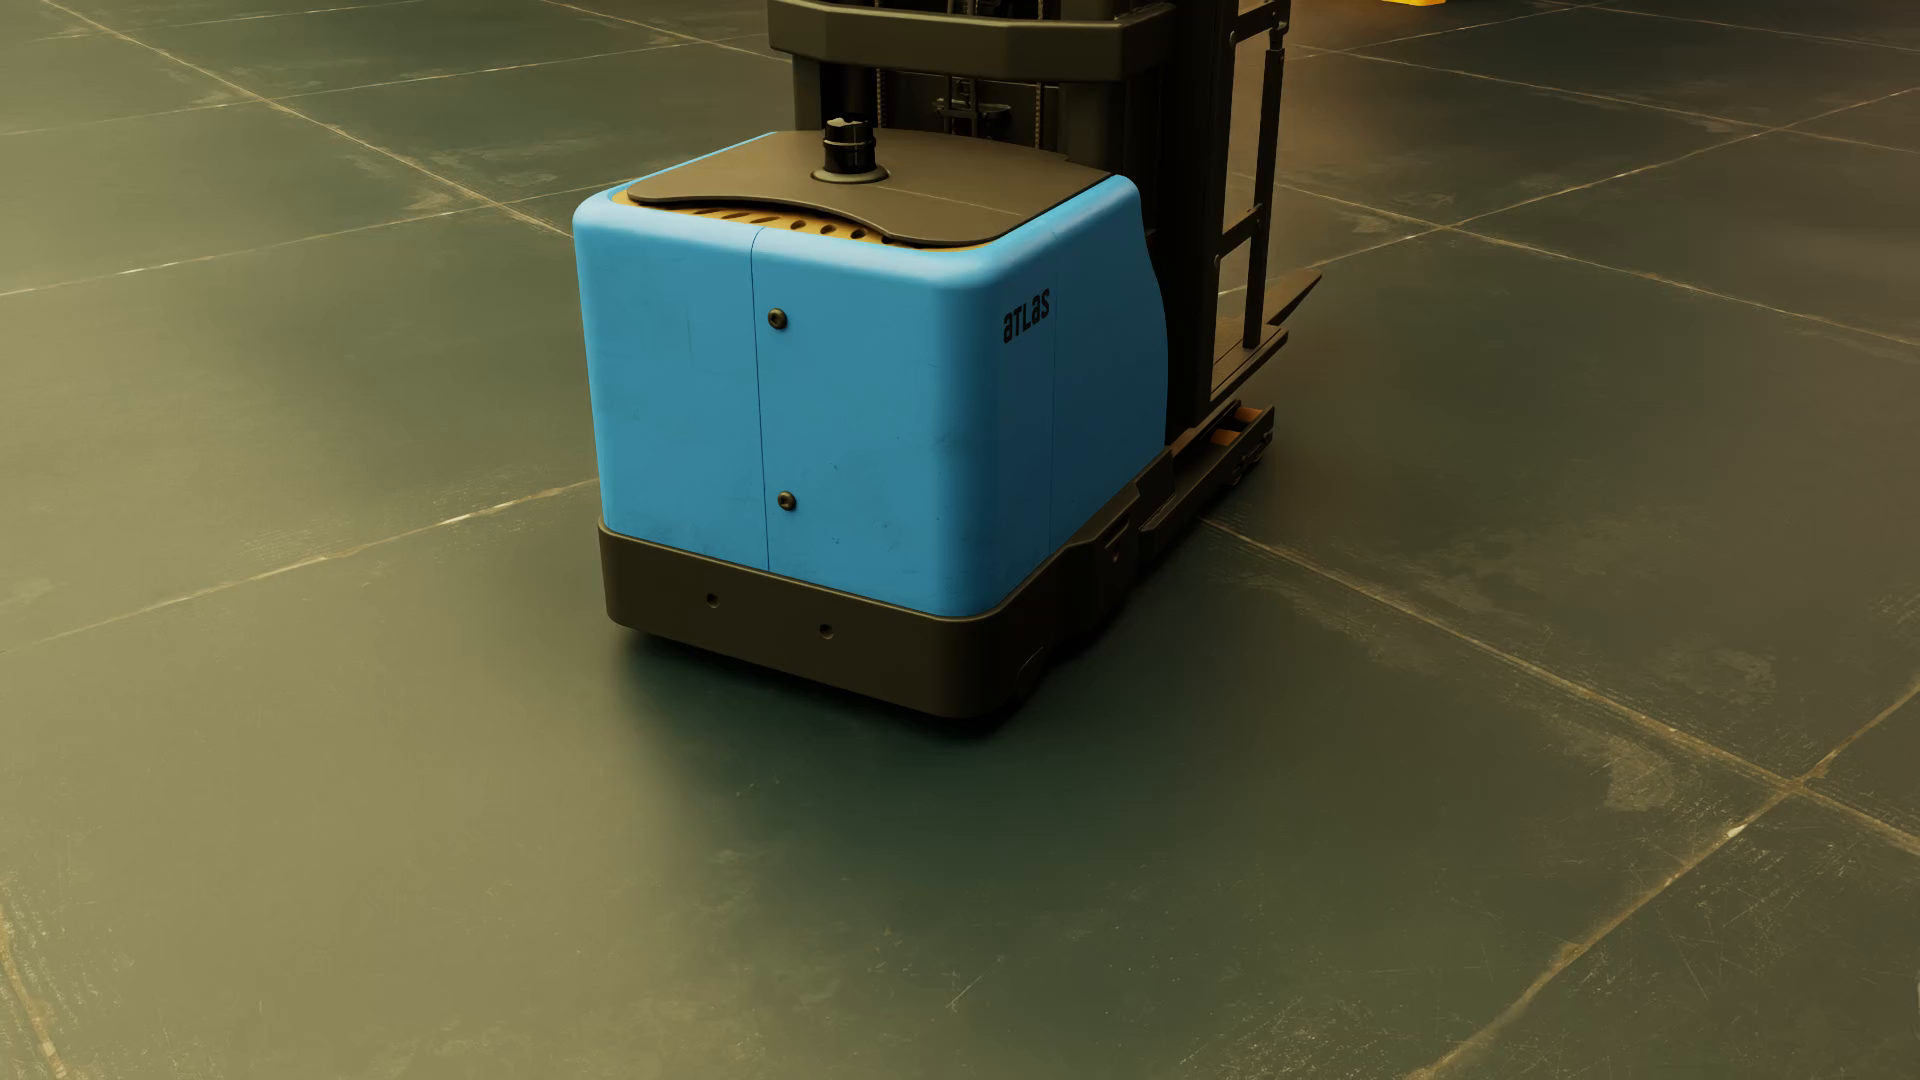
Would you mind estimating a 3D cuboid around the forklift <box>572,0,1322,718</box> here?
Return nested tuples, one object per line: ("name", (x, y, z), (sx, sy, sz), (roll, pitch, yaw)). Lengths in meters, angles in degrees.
("forklift", (0.285, -1.552, 4.331), (1.130, 2.935, 3.031), (13, 29, 25))
